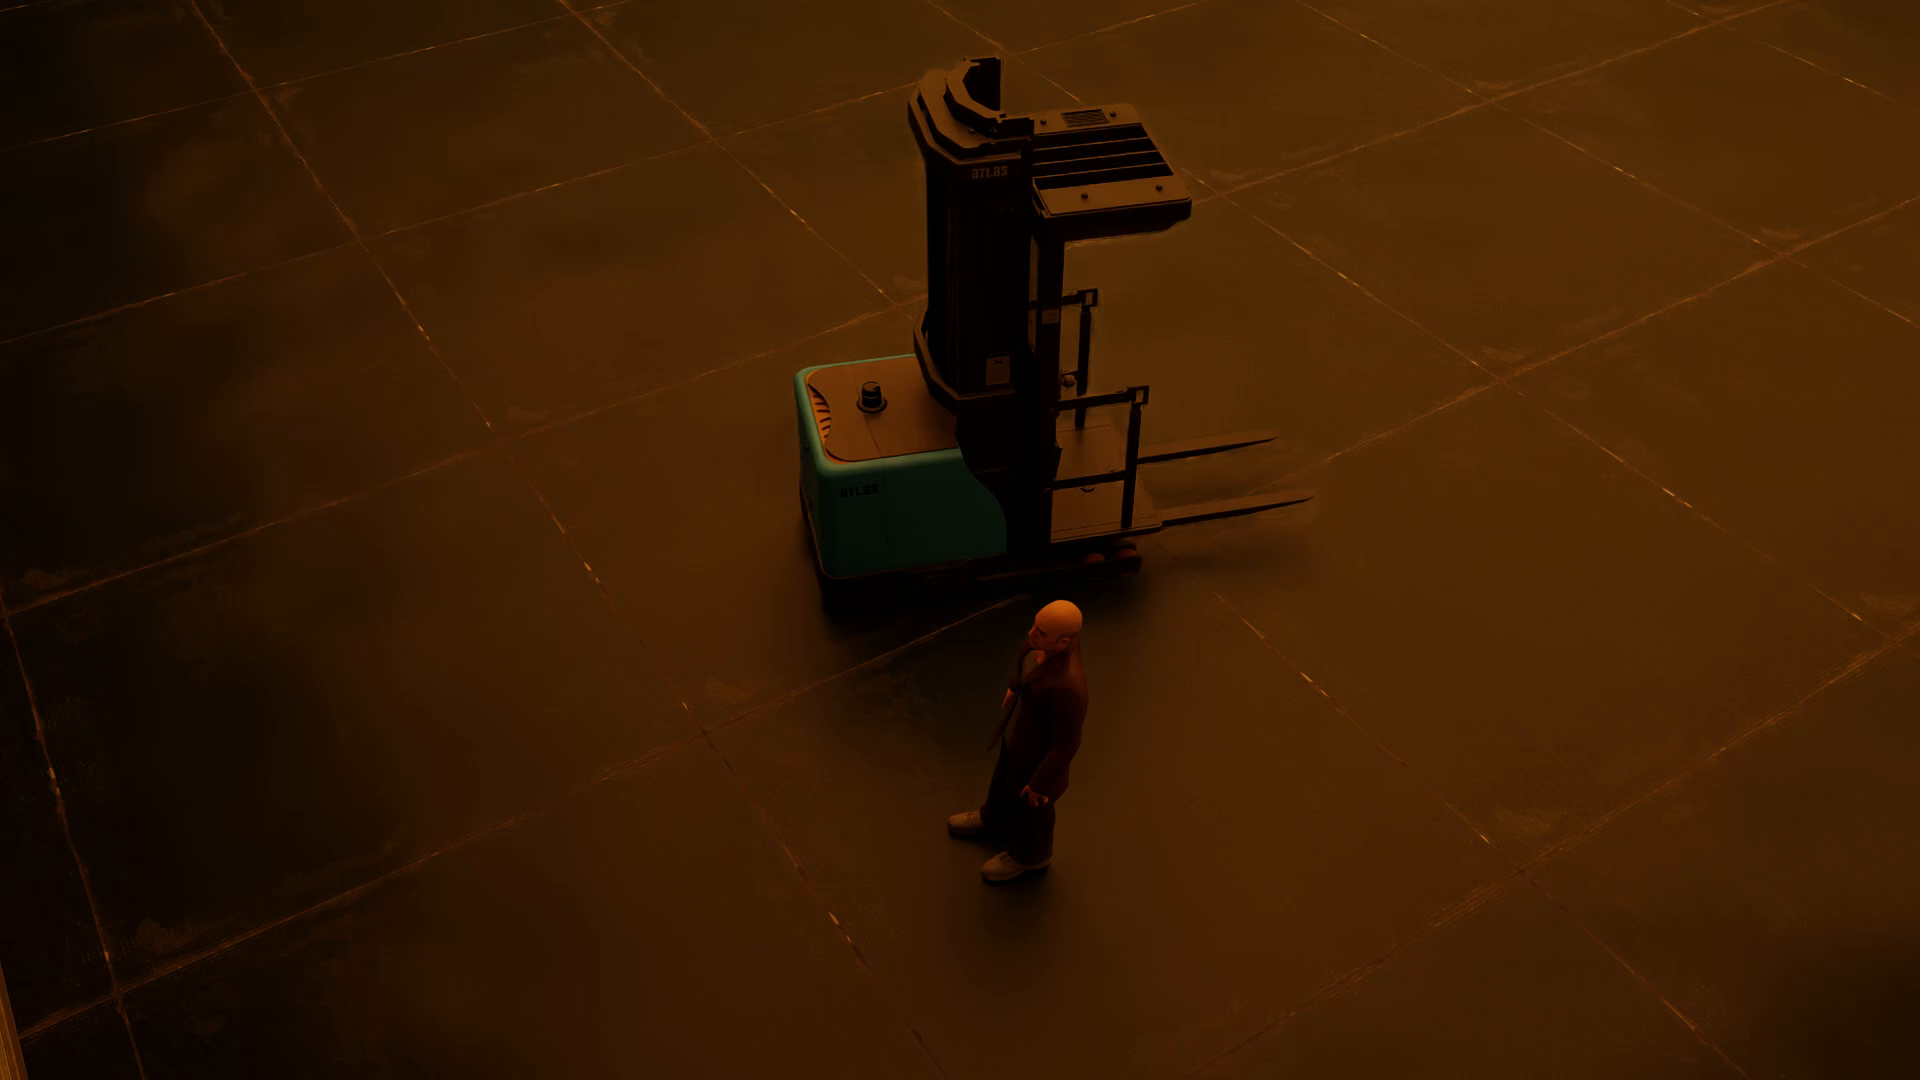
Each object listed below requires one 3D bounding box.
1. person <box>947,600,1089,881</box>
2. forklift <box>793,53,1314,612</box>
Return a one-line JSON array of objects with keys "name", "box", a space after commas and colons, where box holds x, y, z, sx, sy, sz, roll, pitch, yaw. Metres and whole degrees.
[{"name": "person", "box": [0.259, 0.934, 7.669, 0.583, 1.778, 0.699, -6, 41, -6]}, {"name": "forklift", "box": [0.595, -1.193, 9.236, 3.031, 2.935, 1.130, -8, 42, -10]}]
